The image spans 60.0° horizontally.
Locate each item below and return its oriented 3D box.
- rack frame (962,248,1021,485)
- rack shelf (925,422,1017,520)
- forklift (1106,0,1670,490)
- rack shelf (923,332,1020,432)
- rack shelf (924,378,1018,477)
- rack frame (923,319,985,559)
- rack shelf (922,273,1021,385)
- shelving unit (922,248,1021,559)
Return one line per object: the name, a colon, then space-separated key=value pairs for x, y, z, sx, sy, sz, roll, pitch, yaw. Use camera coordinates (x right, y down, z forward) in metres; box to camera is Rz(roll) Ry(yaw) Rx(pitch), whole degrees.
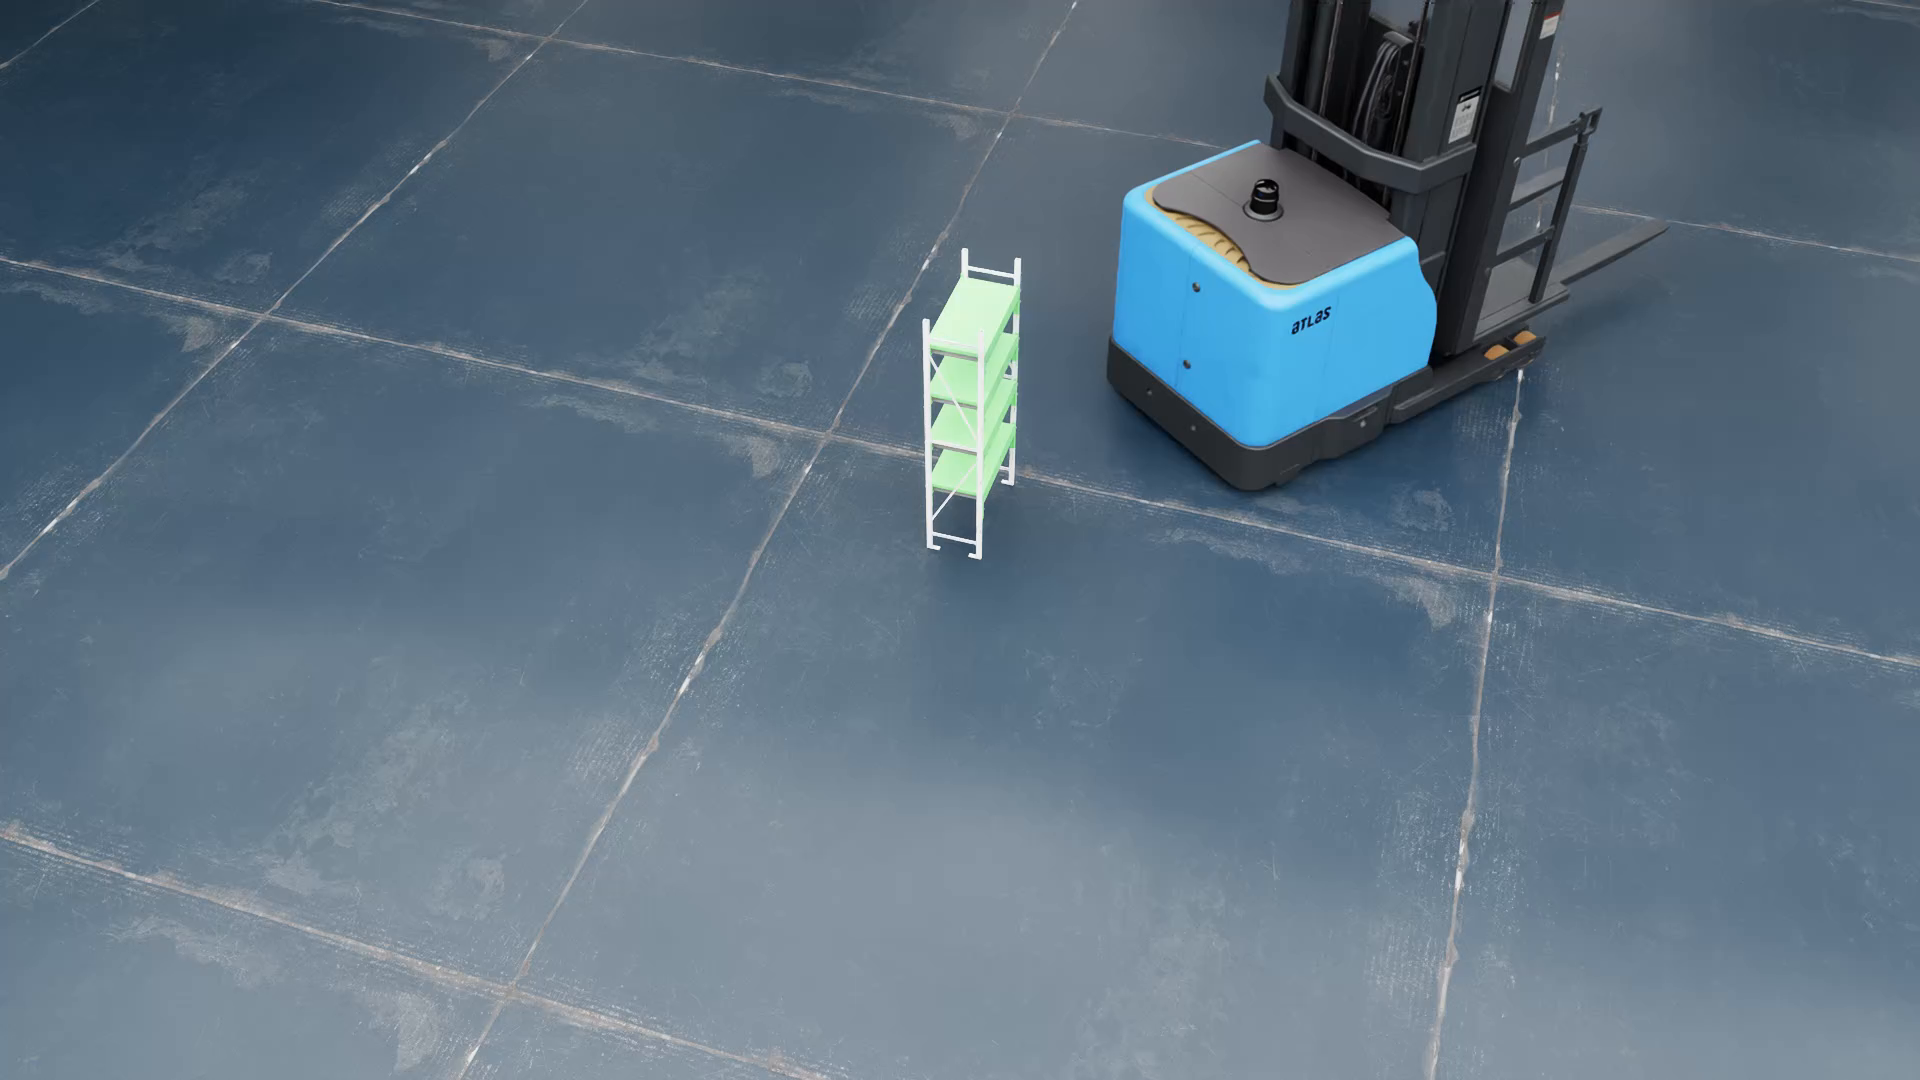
rack frame: x=0.124 y=-0.702 z=7.008 sx=0.240 sy=1.200 sz=0.015 roll=13 pitch=46 yaw=12
rack shelf: x=0.050 y=-0.322 z=7.055 sx=0.258 sy=0.148 sz=0.480 roll=13 pitch=46 yaw=12
forklift: x=2.190 y=-2.087 z=7.187 sx=3.031 sy=2.935 sz=1.130 roll=-26 pitch=50 yaw=-24
rack shelf: x=0.050 y=-0.665 z=6.719 sx=0.258 sy=0.148 sz=0.480 roll=13 pitch=46 yaw=12
rack shelf: x=0.050 y=-0.494 z=6.887 sx=0.258 sy=0.148 sz=0.480 roll=13 pitch=46 yaw=12
rack frame: x=-0.024 y=-0.377 z=6.676 sx=0.240 sy=1.200 sz=0.015 roll=13 pitch=46 yaw=12
rack shelf: x=0.050 y=-0.837 z=6.551 sx=0.258 sy=0.148 sz=0.480 roll=13 pitch=46 yaw=12
shelving unit: x=0.050 y=-0.539 z=6.842 sx=0.258 sy=1.200 sz=0.503 roll=13 pitch=46 yaw=12
